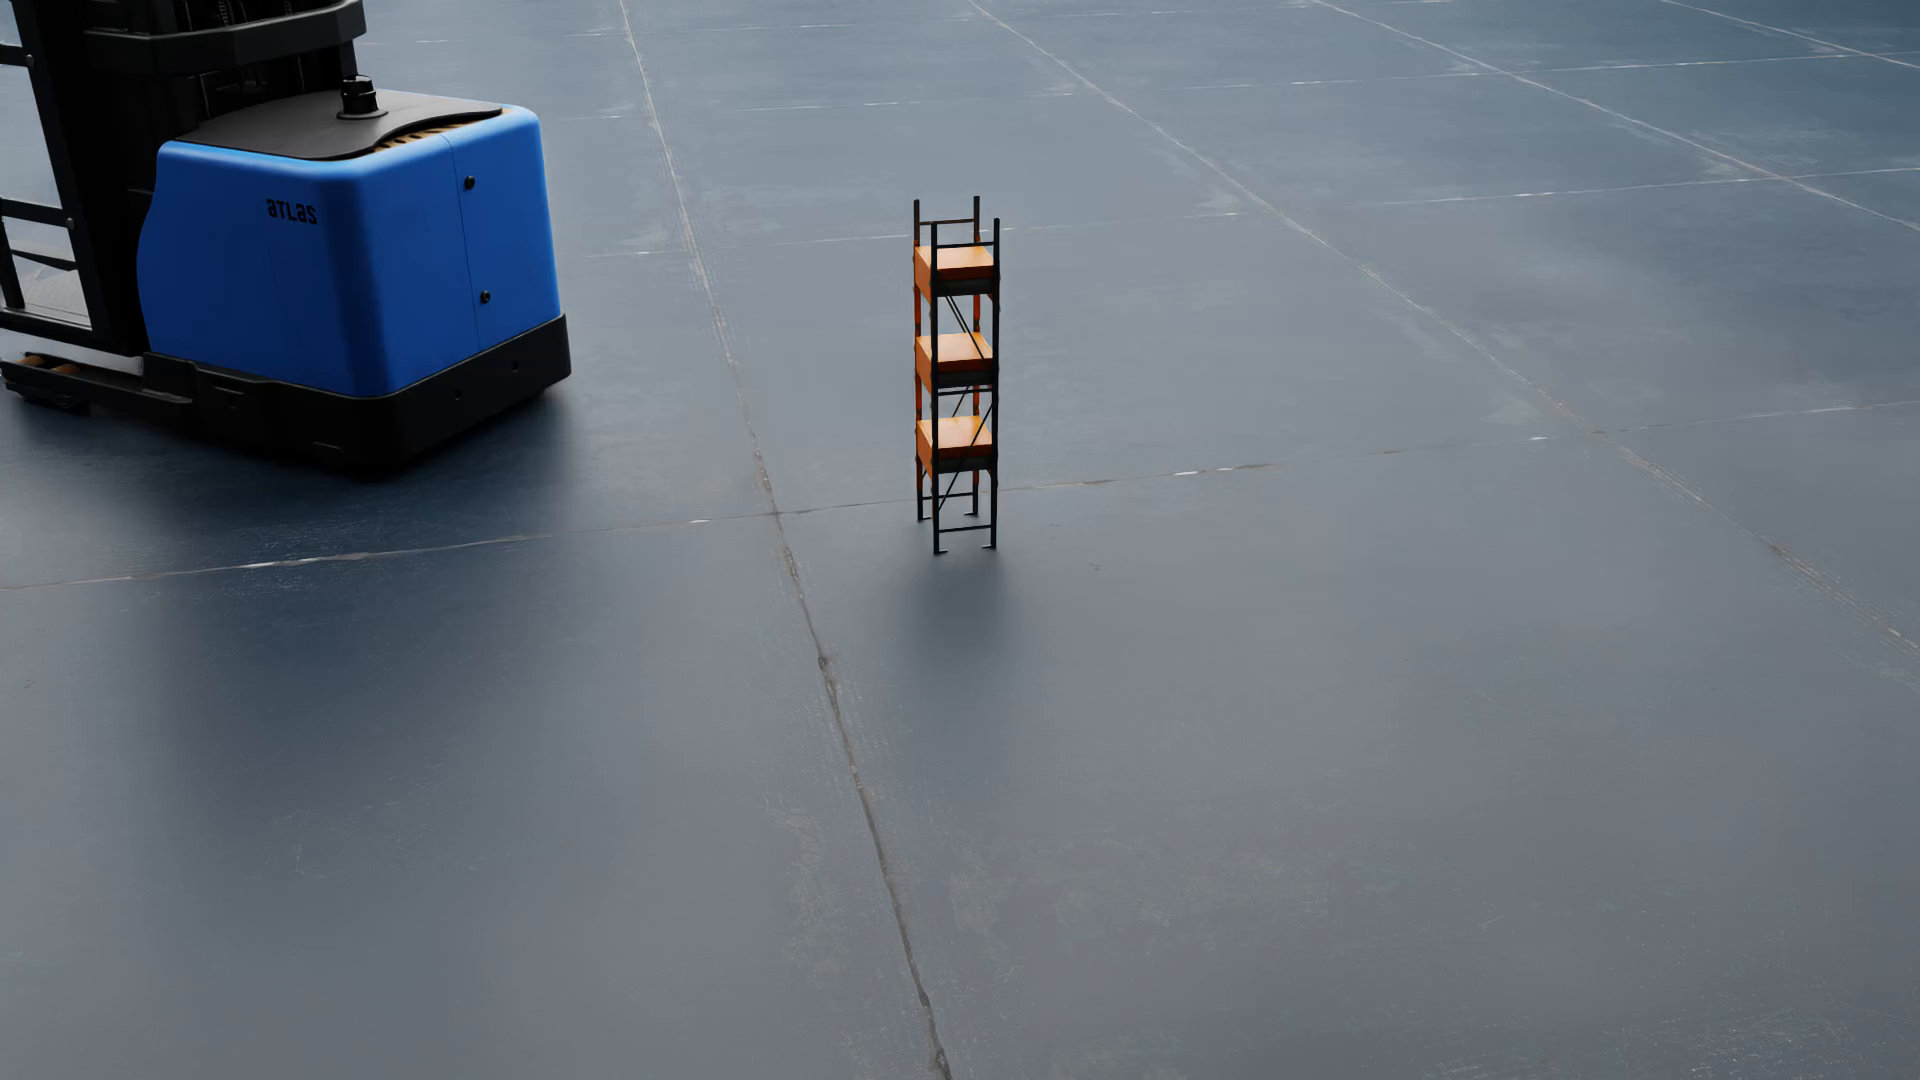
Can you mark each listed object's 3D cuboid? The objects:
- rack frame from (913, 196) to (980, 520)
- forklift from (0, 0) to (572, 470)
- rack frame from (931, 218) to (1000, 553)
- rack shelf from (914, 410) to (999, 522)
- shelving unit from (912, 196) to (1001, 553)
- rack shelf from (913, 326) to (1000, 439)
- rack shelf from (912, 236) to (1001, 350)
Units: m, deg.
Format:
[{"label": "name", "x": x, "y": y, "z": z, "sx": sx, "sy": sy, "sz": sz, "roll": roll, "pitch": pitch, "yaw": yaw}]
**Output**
[{"label": "rack frame", "x": -0.040, "y": -0.546, "z": 5.166, "sx": 0.200, "sy": 1.050, "sz": 0.008, "roll": -6, "pitch": 27, "yaw": -12}, {"label": "forklift", "x": -3.036, "y": -1.995, "z": 5.950, "sx": 3.031, "sy": 2.935, "sz": 1.130, "roll": 13, "pitch": 29, "yaw": 24}, {"label": "rack frame", "x": 0.015, "y": -0.439, "z": 4.954, "sx": 0.200, "sy": 1.050, "sz": 0.008, "roll": -6, "pitch": 27, "yaw": -12}, {"label": "rack shelf", "x": -0.012, "y": -0.235, "z": 5.190, "sx": 0.215, "sy": 0.259, "sz": 0.240, "roll": -6, "pitch": 27, "yaw": -12}, {"label": "shelving unit", "x": -0.012, "y": -0.492, "z": 5.060, "sx": 0.215, "sy": 1.050, "sz": 0.252, "roll": -6, "pitch": 27, "yaw": -12}, {"label": "rack shelf", "x": -0.012, "y": -0.483, "z": 5.065, "sx": 0.215, "sy": 0.259, "sz": 0.240, "roll": -6, "pitch": 27, "yaw": -12}, {"label": "rack shelf", "x": -0.012, "y": -0.736, "z": 4.937, "sx": 0.215, "sy": 0.259, "sz": 0.240, "roll": -6, "pitch": 27, "yaw": -12}]
